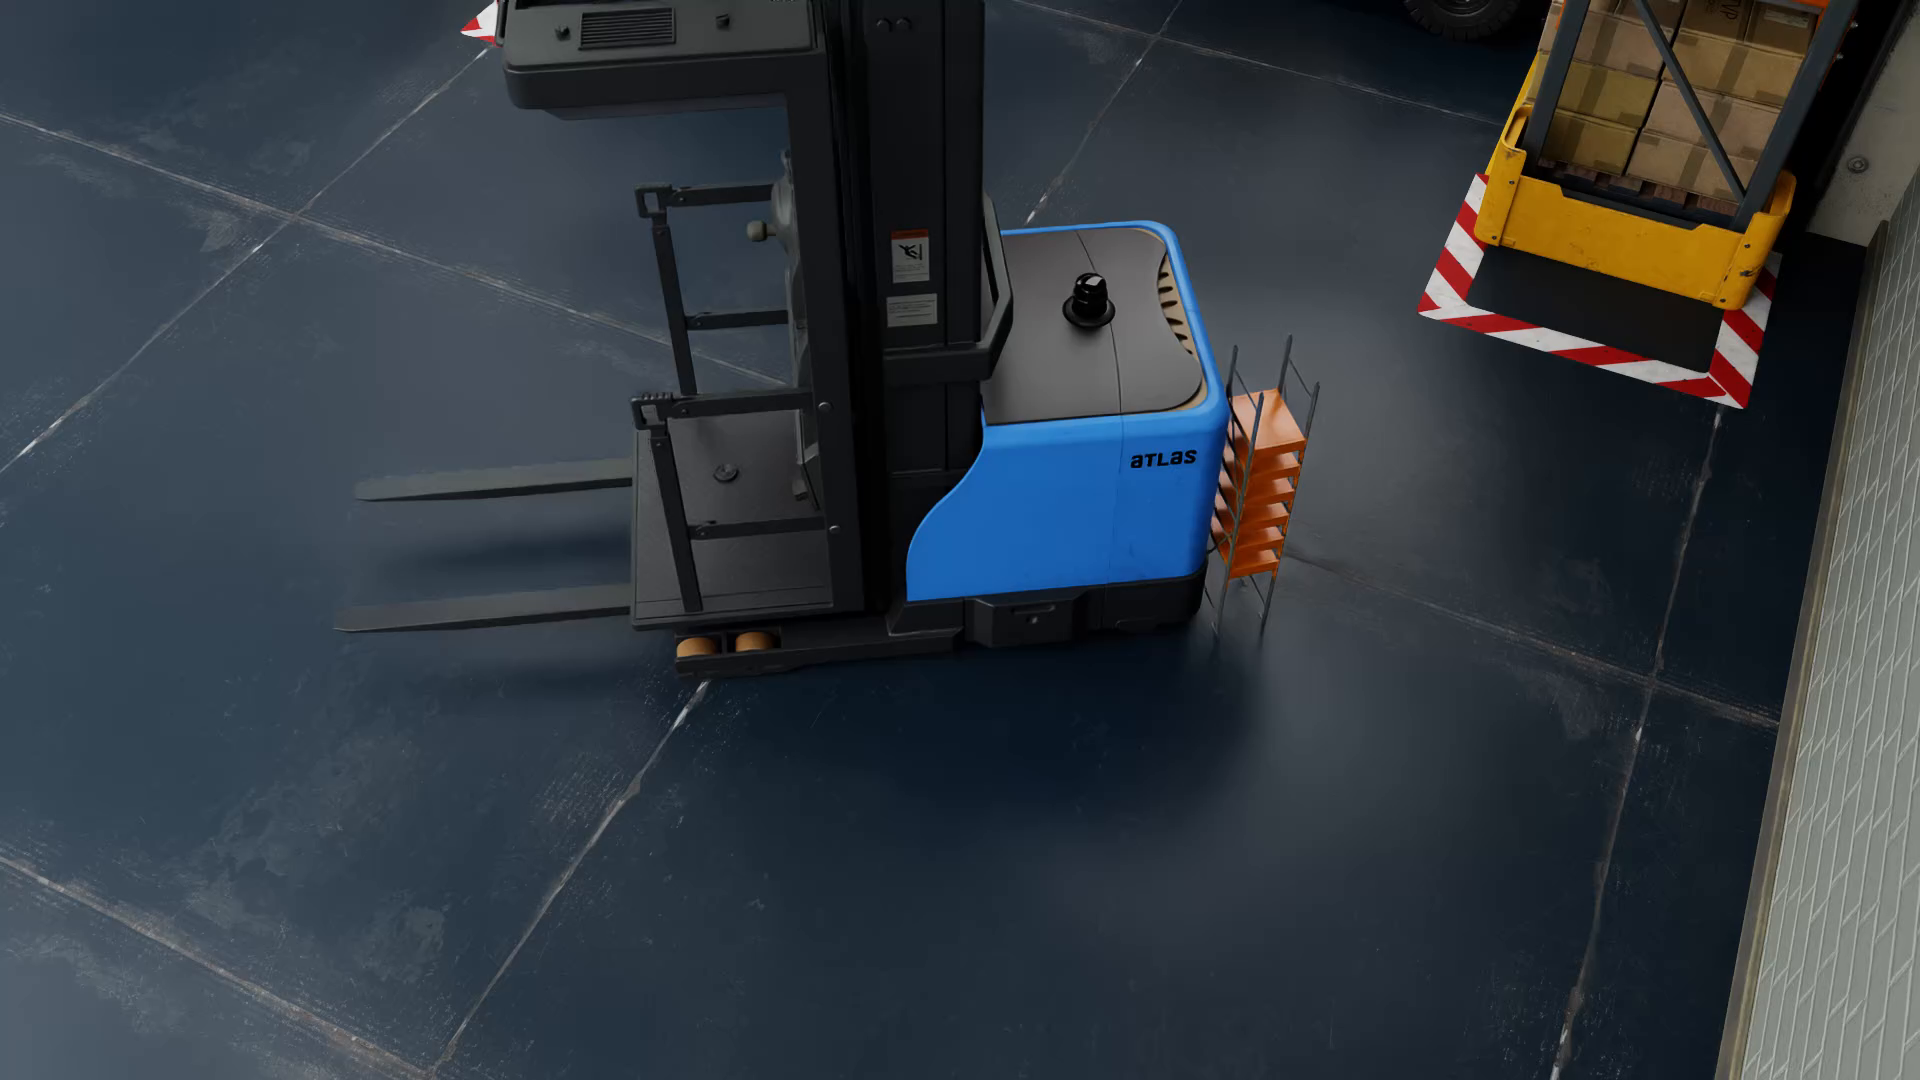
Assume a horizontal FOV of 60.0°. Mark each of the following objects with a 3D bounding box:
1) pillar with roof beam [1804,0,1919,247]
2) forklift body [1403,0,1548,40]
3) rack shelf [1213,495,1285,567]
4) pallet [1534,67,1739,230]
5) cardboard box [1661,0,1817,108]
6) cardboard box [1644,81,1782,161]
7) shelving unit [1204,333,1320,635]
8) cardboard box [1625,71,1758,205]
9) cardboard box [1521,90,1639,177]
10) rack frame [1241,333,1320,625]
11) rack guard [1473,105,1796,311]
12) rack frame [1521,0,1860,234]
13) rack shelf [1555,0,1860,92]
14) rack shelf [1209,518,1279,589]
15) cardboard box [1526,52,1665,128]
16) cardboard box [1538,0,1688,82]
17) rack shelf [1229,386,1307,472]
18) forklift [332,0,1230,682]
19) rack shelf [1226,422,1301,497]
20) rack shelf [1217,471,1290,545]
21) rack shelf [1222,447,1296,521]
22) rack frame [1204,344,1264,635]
[{"bbox_3d":[0.100,-5.788,5.267,9.100,9.000,0.400,20,52,16],"label":"pillar with roof beam"},{"bbox_3d":[2.041,-3.882,8.141,2.313,2.155,1.214,20,52,16],"label":"forklift body"},{"bbox_3d":[0.979,-0.048,5.719,0.180,0.103,0.258,-11,51,-10],"label":"rack shelf"},{"bbox_3d":[3.169,-1.894,7.723,1.003,0.211,1.213,20,52,16],"label":"pallet"},{"bbox_3d":[3.257,-2.096,6.937,0.500,0.250,0.500,19,52,16],"label":"cardboard box"},{"bbox_3d":[3.269,-1.921,7.116,0.500,0.250,0.500,21,53,17],"label":"cardboard box"},{"bbox_3d":[0.979,-0.154,5.594,0.189,1.200,0.258,-11,51,-10],"label":"shelving unit"},{"bbox_3d":[3.267,-1.777,7.322,0.500,0.250,0.500,20,52,16],"label":"cardboard box"},{"bbox_3d":[2.795,-1.929,7.451,0.500,0.250,0.500,20,53,16],"label":"cardboard box"},{"bbox_3d":[1.067,-0.172,5.609,0.006,1.200,0.240,-11,51,-10],"label":"rack frame"},{"bbox_3d":[2.870,-1.431,7.139,1.175,0.500,0.348,20,52,16],"label":"rack guard"},{"bbox_3d":[2.880,-2.257,6.201,1.000,3.000,0.127,20,52,16],"label":"rack frame"},{"bbox_3d":[3.735,-3.401,7.647,1.077,0.370,4.000,20,52,16],"label":"rack shelf"},{"bbox_3d":[0.979,0.030,5.810,0.180,0.103,0.258,-11,51,-10],"label":"rack shelf"},{"bbox_3d":[2.806,-2.101,7.270,0.500,0.250,0.500,19,52,16],"label":"cardboard box"},{"bbox_3d":[2.795,-2.245,7.064,0.500,0.250,0.500,21,53,17],"label":"cardboard box"},{"bbox_3d":[0.979,-0.359,5.353,0.180,0.103,0.258,-11,51,-10],"label":"rack shelf"},{"bbox_3d":[-0.688,-0.885,5.079,3.031,2.935,1.130,-5,50,-4],"label":"forklift"},{"bbox_3d":[0.979,-0.281,5.445,0.180,0.103,0.258,-11,51,-10],"label":"rack shelf"},{"bbox_3d":[0.979,-0.126,5.627,0.180,0.103,0.258,-11,51,-10],"label":"rack shelf"},{"bbox_3d":[0.979,-0.203,5.536,0.180,0.103,0.258,-11,51,-10],"label":"rack shelf"},{"bbox_3d":[0.890,-0.137,5.578,0.006,1.200,0.240,-11,51,-10],"label":"rack frame"}]
